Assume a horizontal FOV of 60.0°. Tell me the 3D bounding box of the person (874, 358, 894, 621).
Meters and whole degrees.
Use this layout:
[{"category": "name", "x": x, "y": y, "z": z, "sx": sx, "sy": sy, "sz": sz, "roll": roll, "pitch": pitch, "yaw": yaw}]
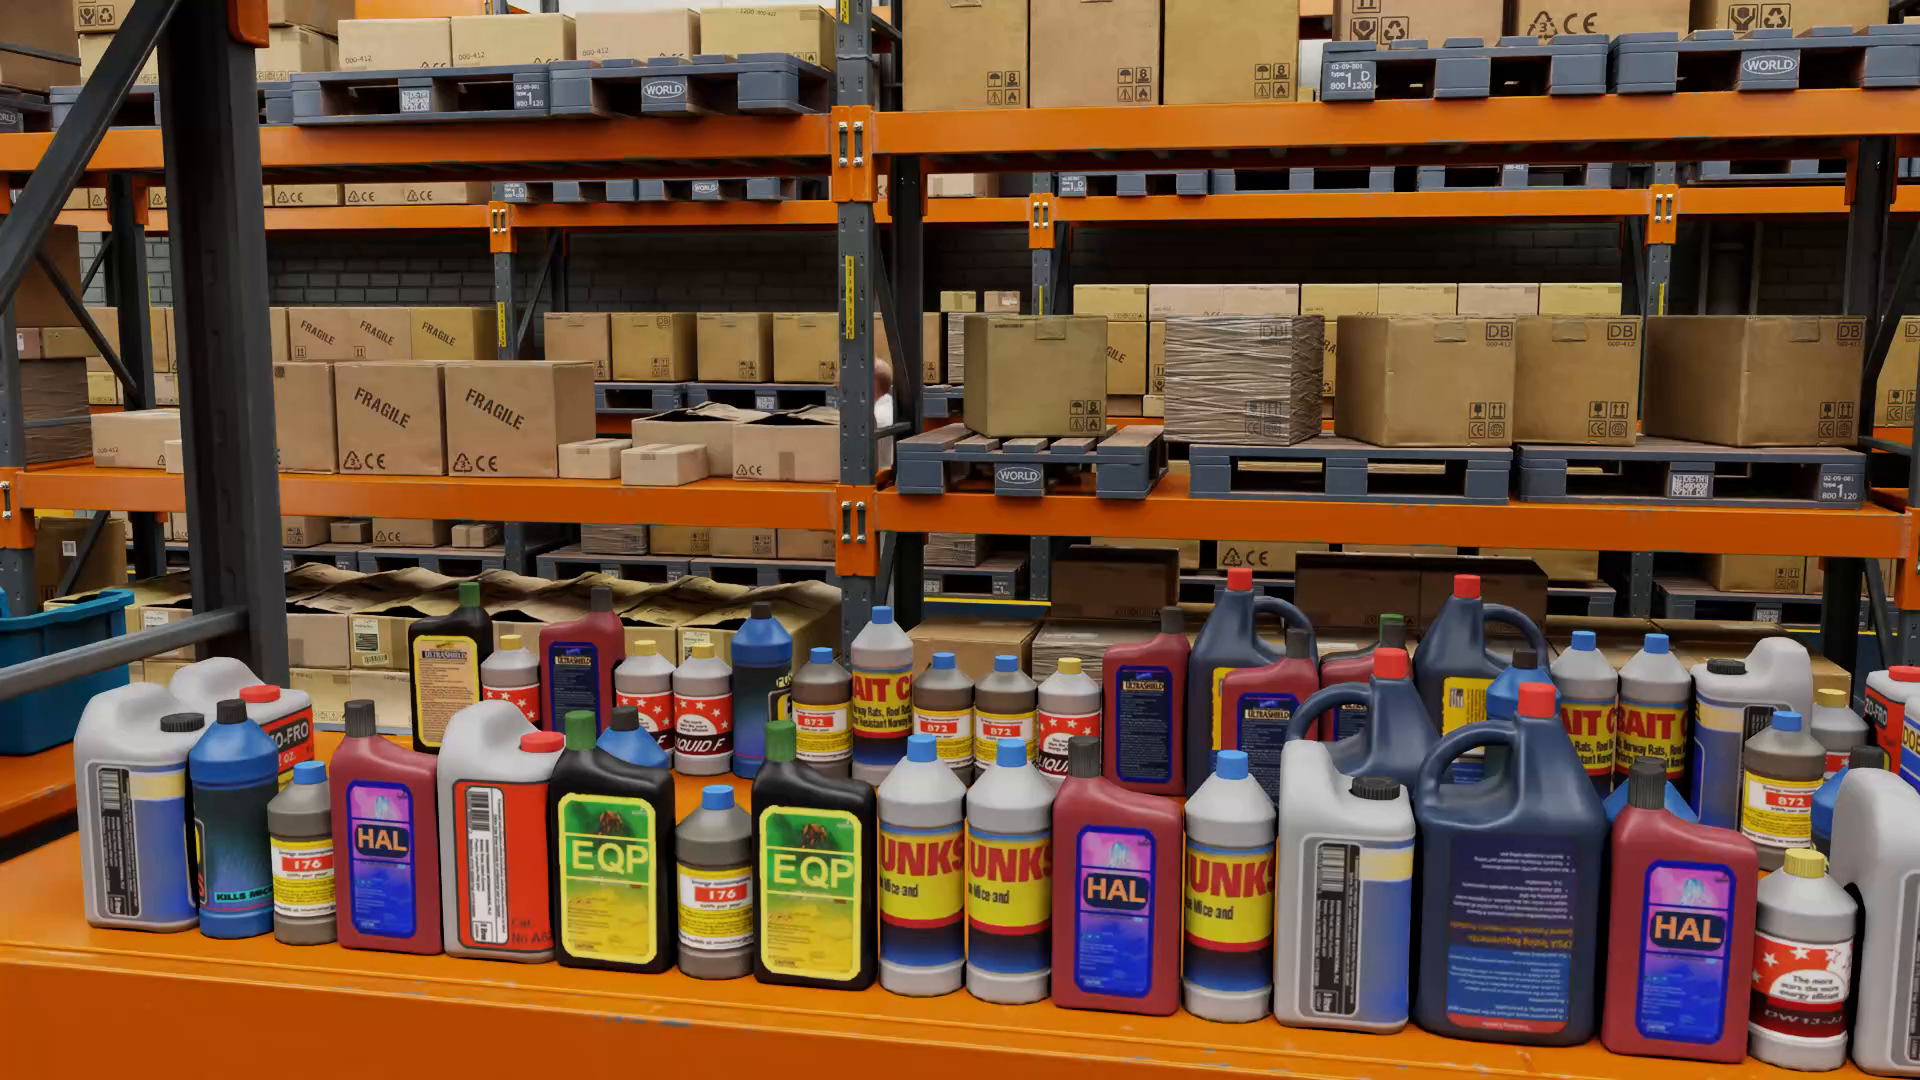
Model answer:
[{"category": "person", "x": -0.503, "y": -0.133, "z": 9.378, "sx": 0.574, "sy": 1.774, "sz": 0.532, "roll": 1, "pitch": 8, "yaw": 10}]
